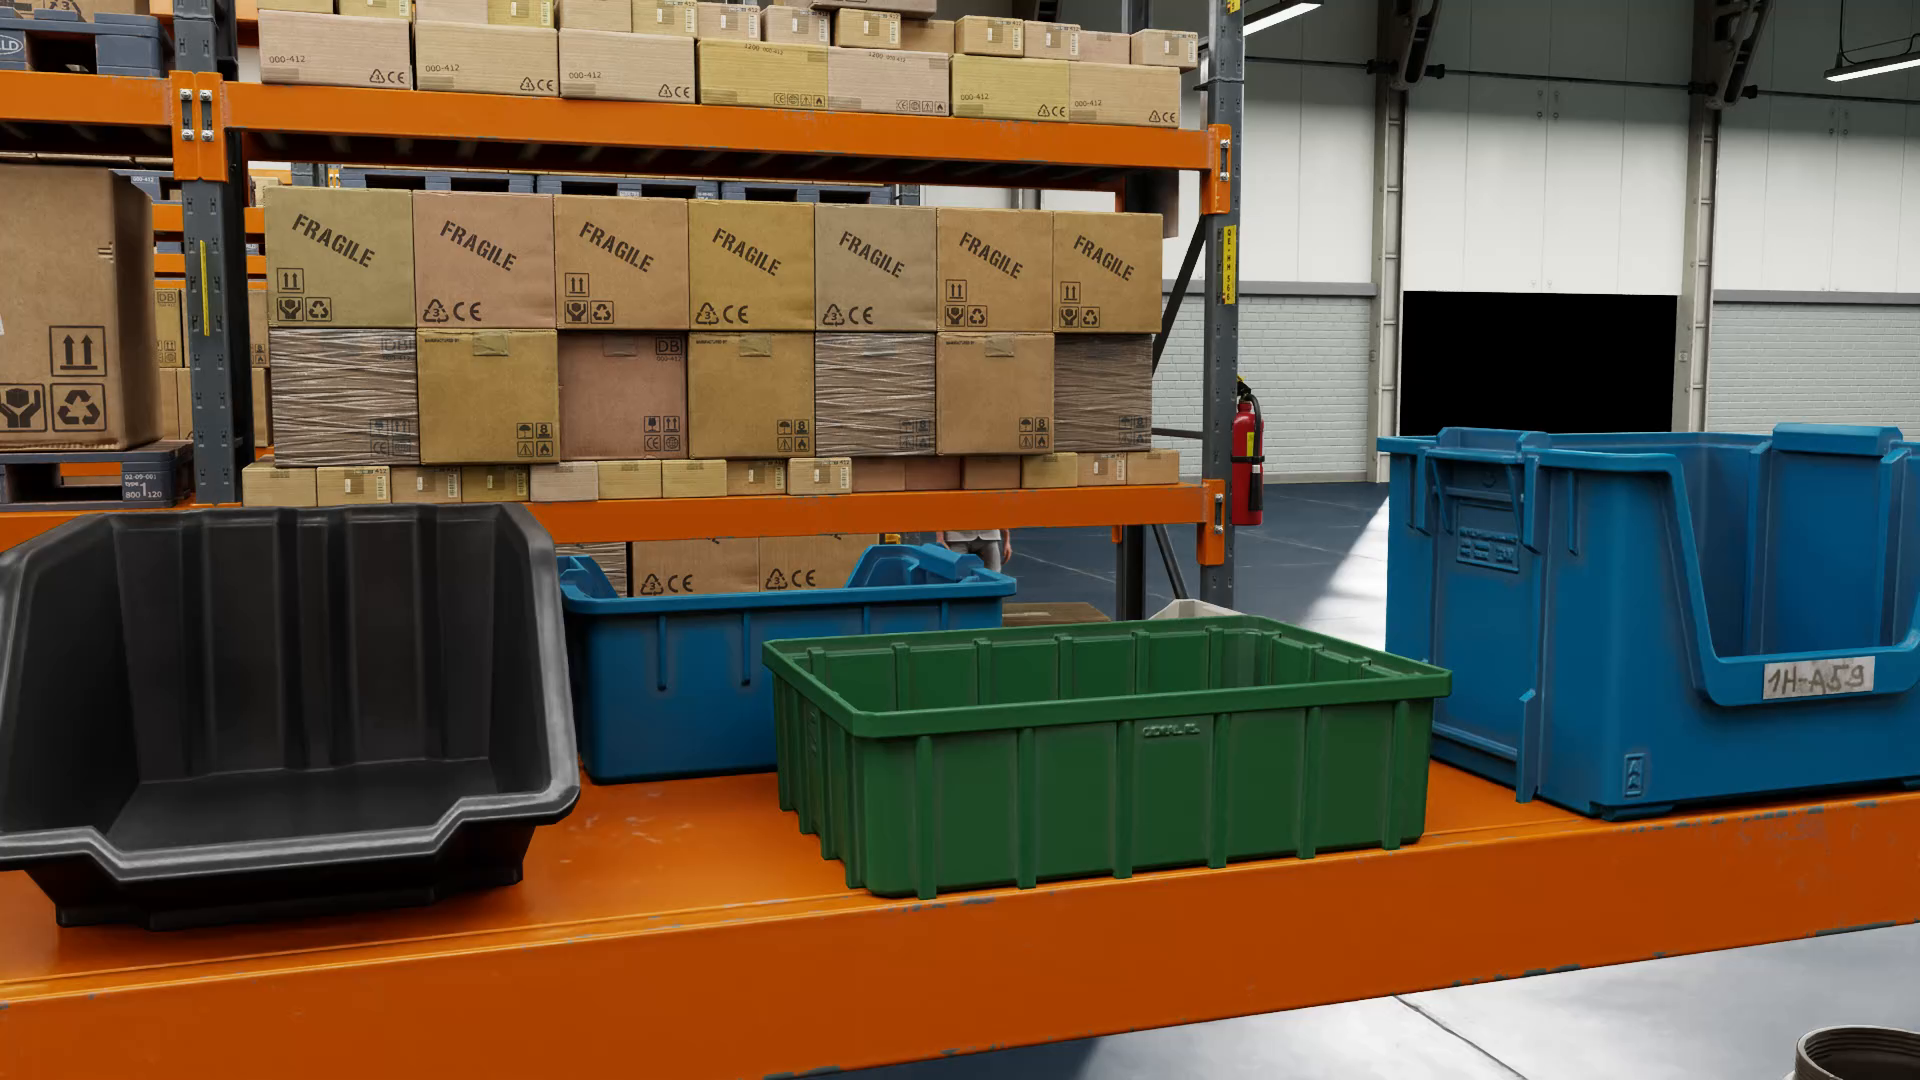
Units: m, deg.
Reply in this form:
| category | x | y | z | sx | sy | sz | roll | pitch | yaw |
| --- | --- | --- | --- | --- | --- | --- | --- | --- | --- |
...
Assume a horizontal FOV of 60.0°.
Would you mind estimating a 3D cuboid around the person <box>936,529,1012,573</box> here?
| category | x | y | z | sx | sy | sz | roll | pitch | yaw |
| --- | --- | --- | --- | --- | --- | --- | --- | --- | --- |
| person | 0.063 | 0.031 | 9.472 | 0.485 | 1.594 | 0.341 | -2 | 6 | -22 |
